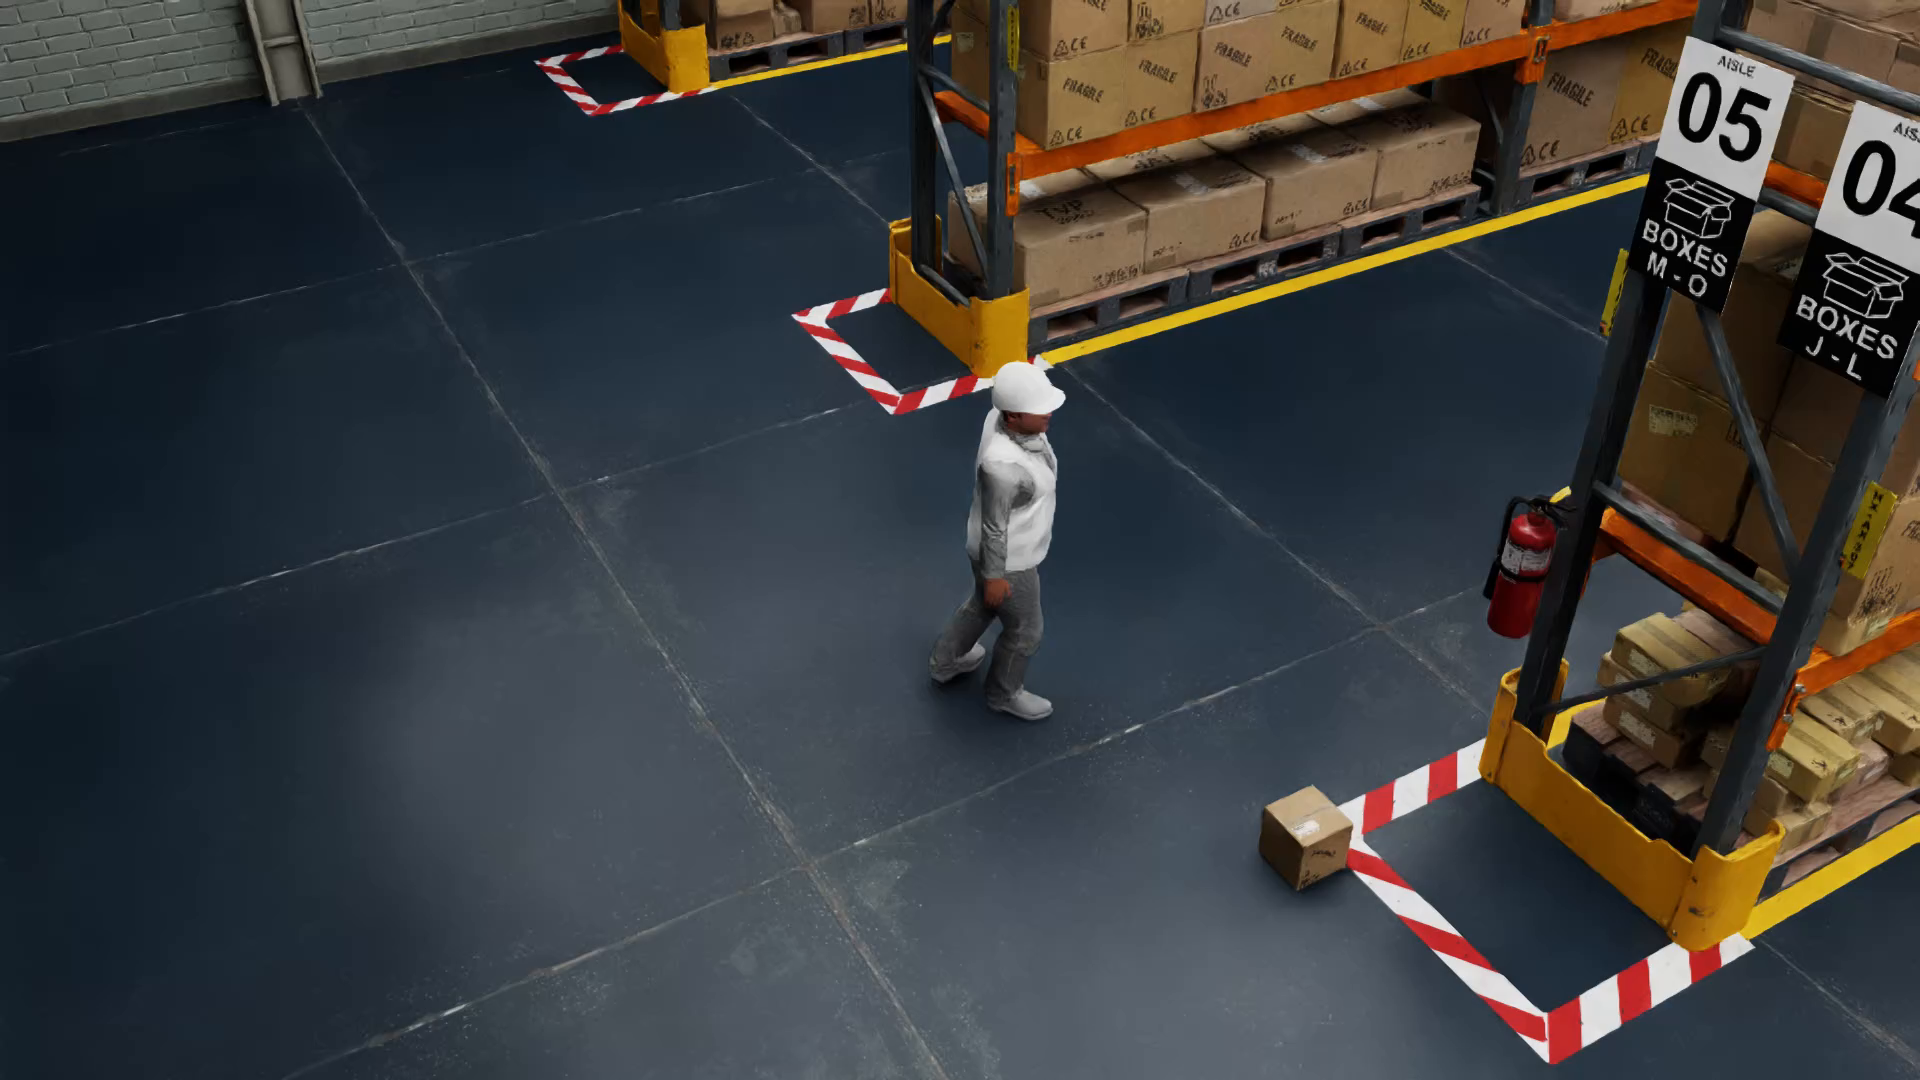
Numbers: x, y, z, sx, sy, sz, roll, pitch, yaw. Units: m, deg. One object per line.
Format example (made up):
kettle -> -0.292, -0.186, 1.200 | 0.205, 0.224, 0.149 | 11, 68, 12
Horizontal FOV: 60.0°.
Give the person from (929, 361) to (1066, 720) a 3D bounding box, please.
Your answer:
person -> 0.134, 0.006, 6.901 | 0.562, 1.763, 0.564 | 3, 37, 4
